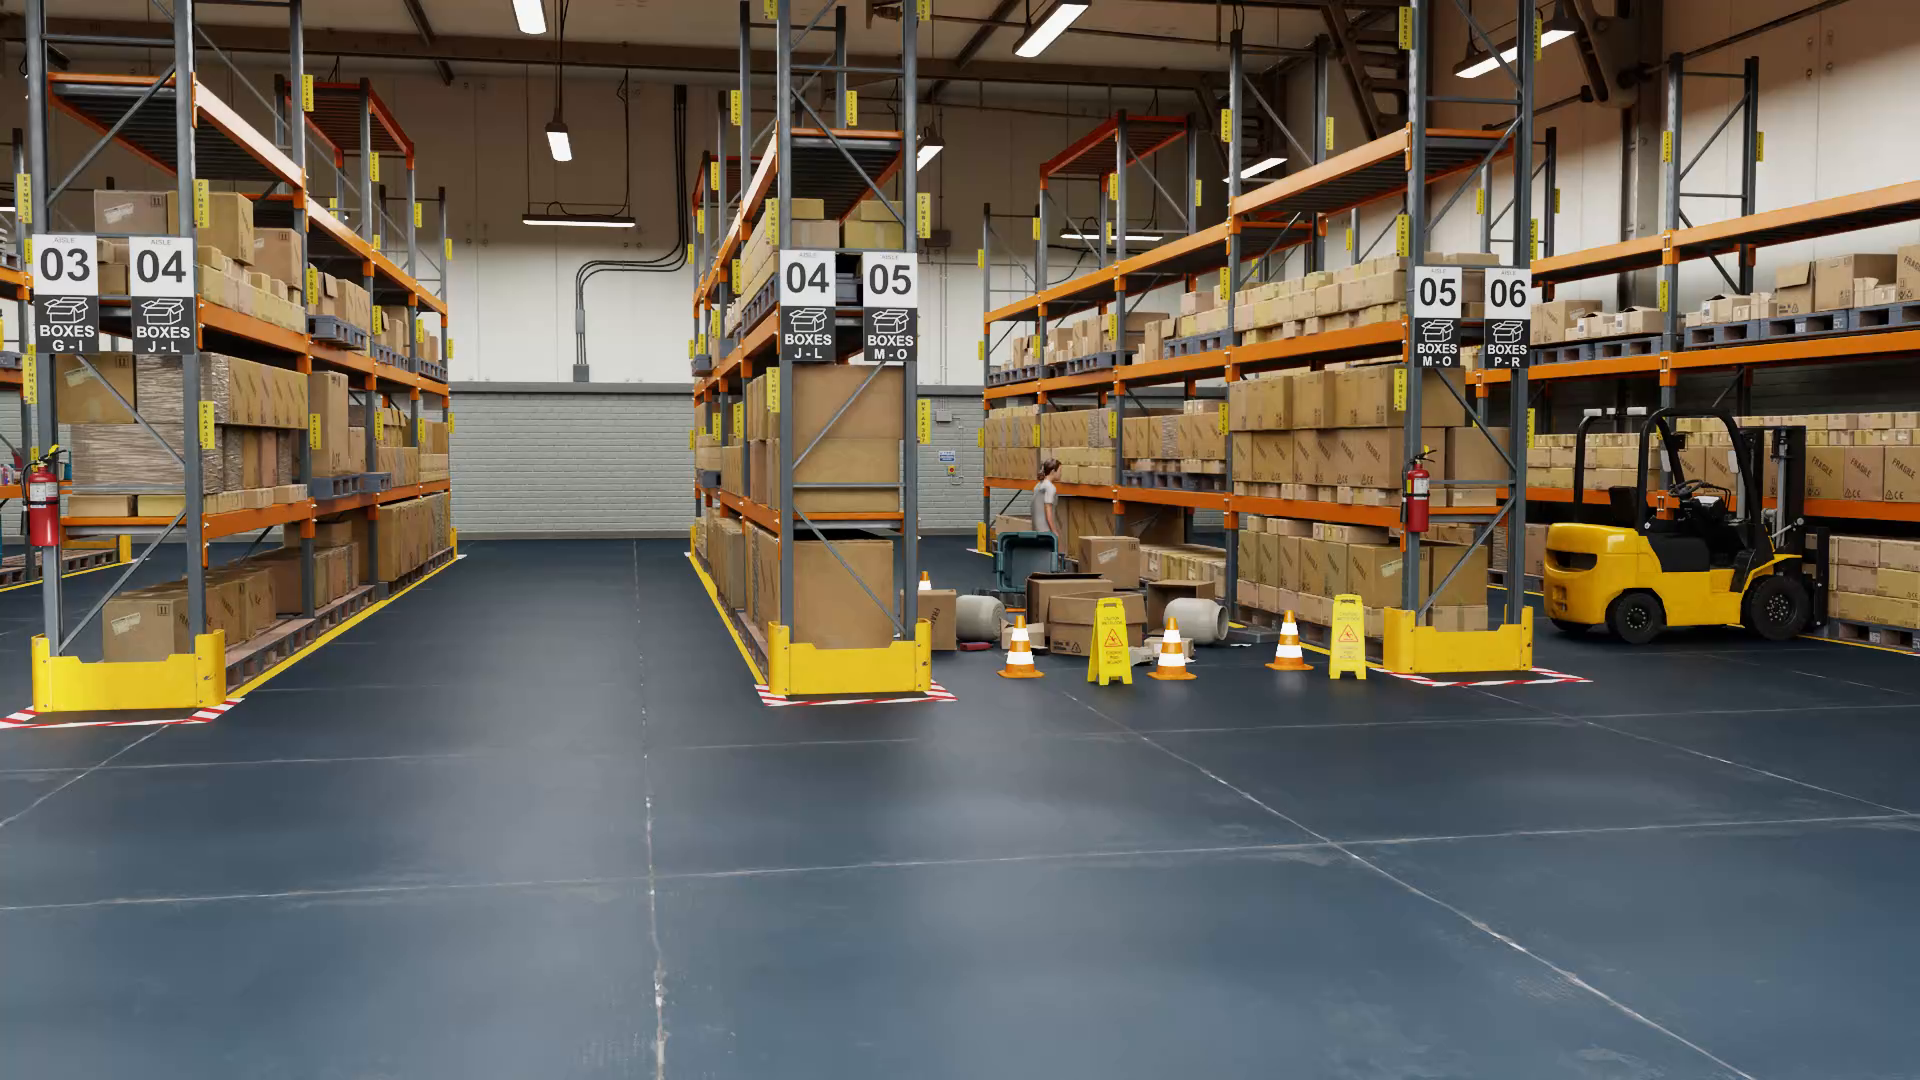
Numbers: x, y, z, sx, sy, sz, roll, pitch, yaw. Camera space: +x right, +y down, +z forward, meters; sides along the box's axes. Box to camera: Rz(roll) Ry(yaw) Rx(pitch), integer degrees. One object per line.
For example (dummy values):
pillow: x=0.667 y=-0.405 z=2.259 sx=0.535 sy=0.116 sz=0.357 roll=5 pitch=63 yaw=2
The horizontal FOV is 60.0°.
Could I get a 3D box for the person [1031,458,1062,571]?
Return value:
person: x=0.976 y=-0.062 z=18.478 sx=0.360 sy=1.652 sz=0.484 roll=-1 pitch=3 yaw=-12
